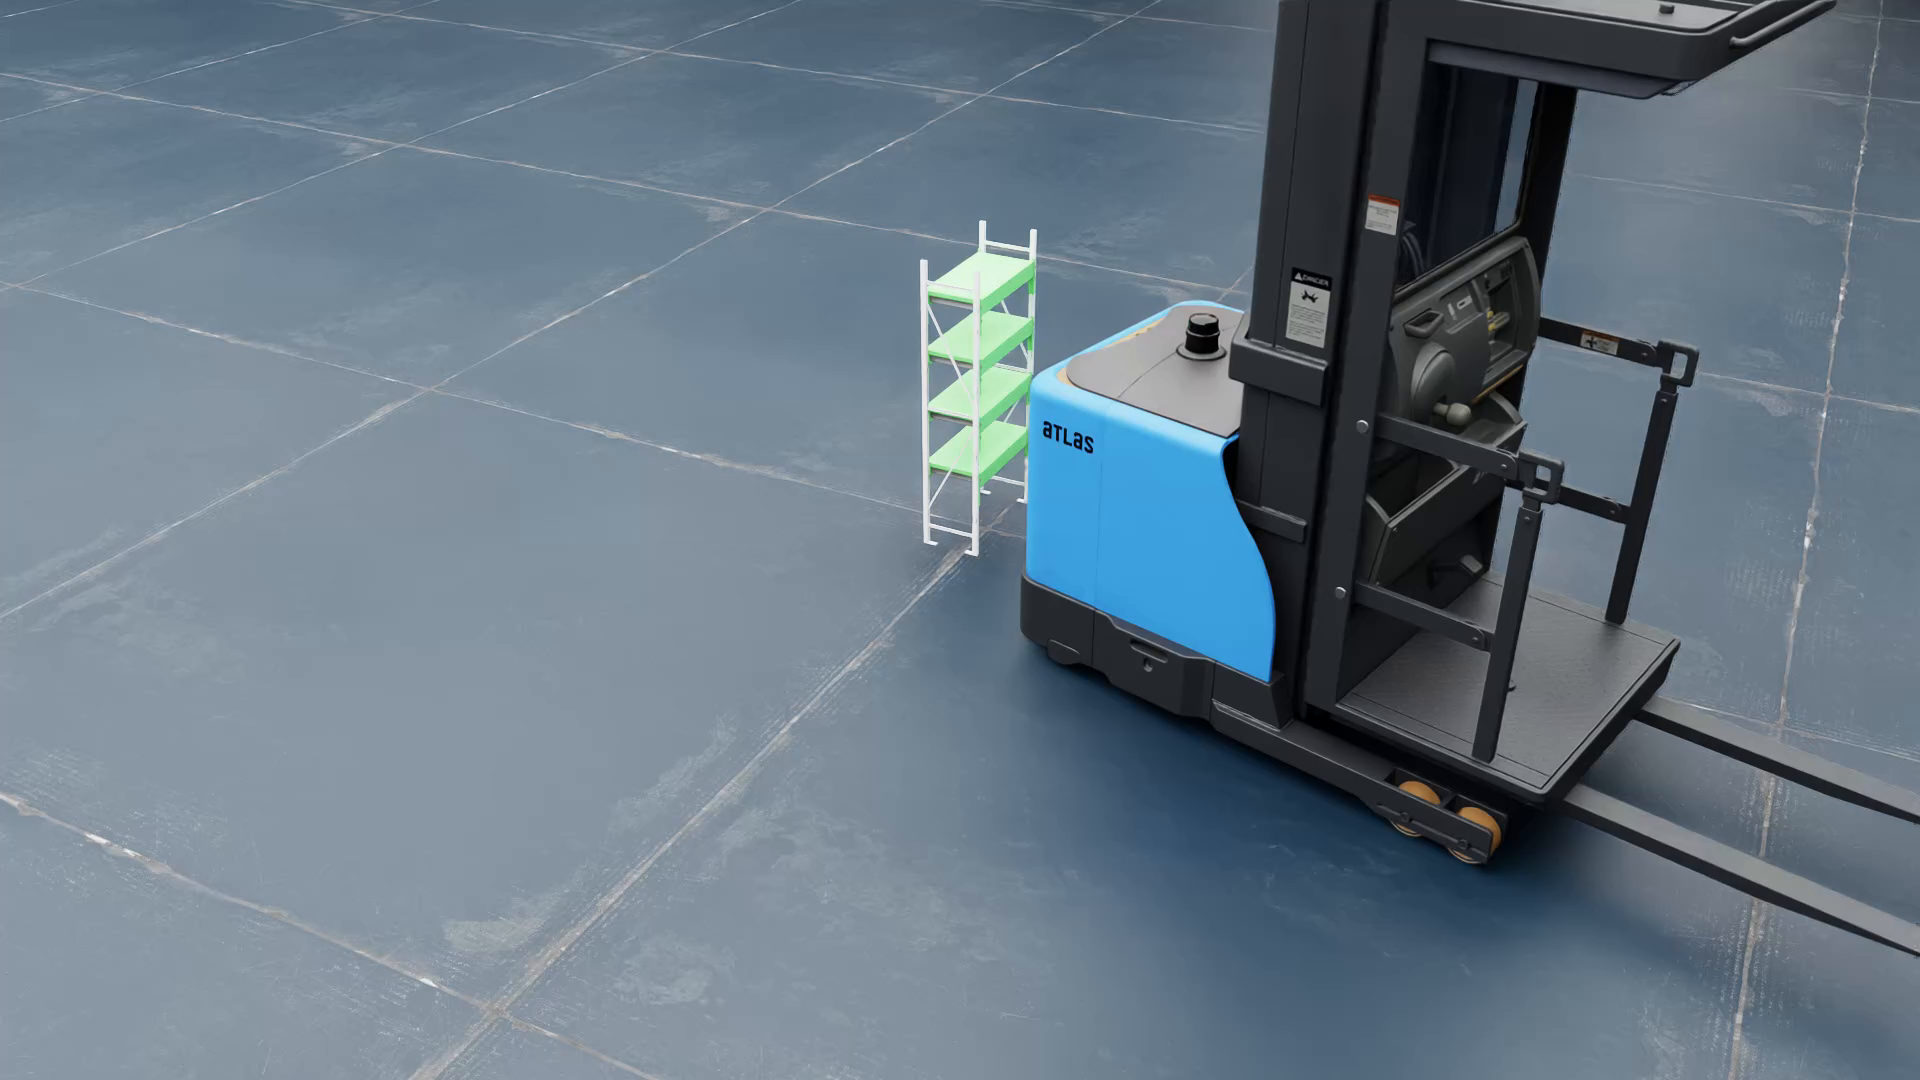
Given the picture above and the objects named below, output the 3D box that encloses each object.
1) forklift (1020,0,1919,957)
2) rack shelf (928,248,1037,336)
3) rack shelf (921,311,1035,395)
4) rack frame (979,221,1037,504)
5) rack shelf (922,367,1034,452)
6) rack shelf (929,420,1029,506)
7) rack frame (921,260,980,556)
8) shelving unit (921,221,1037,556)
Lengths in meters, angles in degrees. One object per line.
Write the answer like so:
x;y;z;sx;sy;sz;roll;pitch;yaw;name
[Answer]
1.665;-0.589;4.832;3.031;2.935;1.130;23;37;34;forklift
0.075;-0.955;6.372;0.258;0.148;0.480;14;33;23;rack shelf
0.075;-0.746;6.491;0.258;0.148;0.480;14;33;23;rack shelf
0.187;-0.702;6.767;0.240;1.200;0.015;14;33;23;rack frame
0.075;-0.538;6.611;0.258;0.148;0.480;14;33;23;rack shelf
0.075;-0.330;6.730;0.258;0.148;0.480;14;33;23;rack shelf
-0.036;-0.486;6.391;0.240;1.200;0.015;14;33;23;rack frame
0.075;-0.594;6.579;0.258;1.200;0.503;14;33;23;shelving unit
